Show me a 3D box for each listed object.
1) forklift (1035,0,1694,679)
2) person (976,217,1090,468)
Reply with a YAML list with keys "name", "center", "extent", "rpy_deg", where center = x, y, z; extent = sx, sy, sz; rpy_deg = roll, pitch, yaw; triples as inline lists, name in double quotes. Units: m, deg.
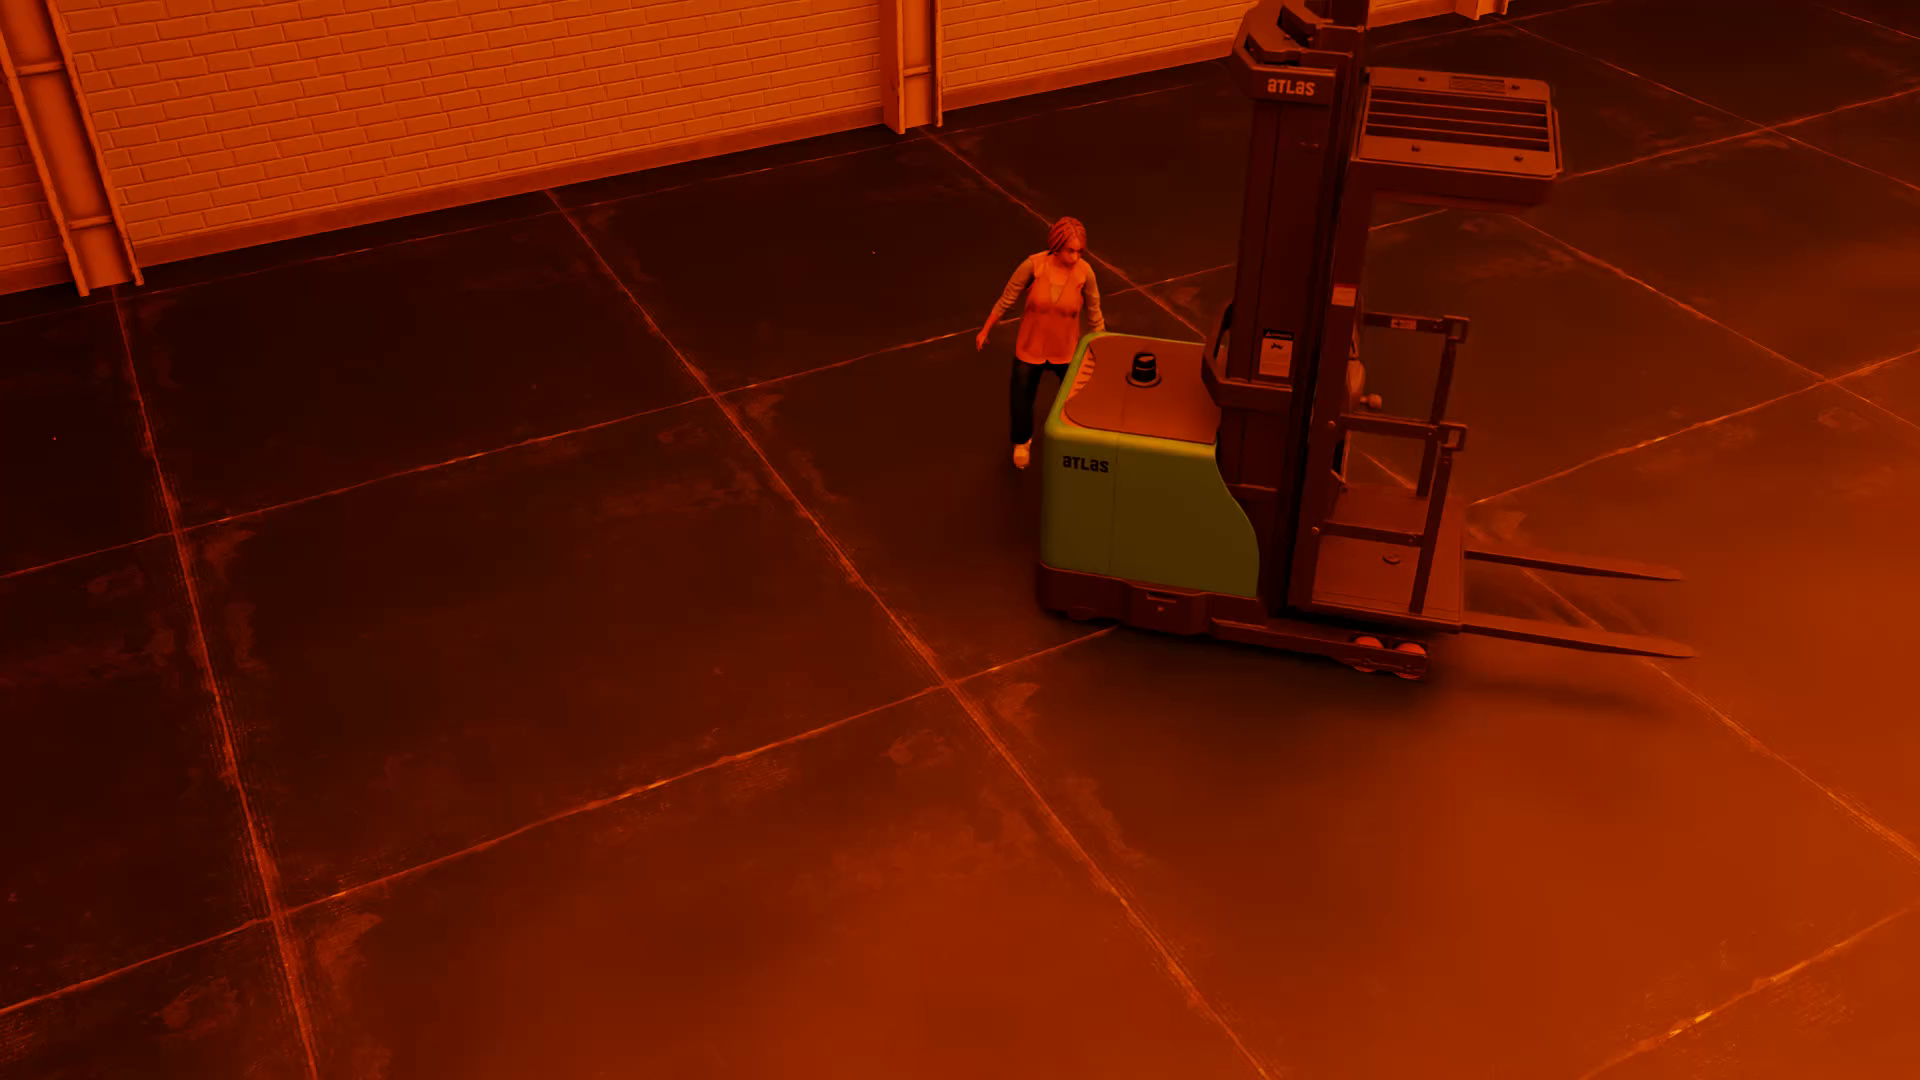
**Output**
- name: "forklift"
  center: [1.942, -0.891, 7.383]
  extent: [3.031, 2.935, 1.130]
  rpy_deg: [8, 36, 12]
- name: "person"
  center: [0.458, -1.024, 8.818]
  extent: [0.747, 1.548, 0.440]
  rpy_deg: [3, 35, 4]
